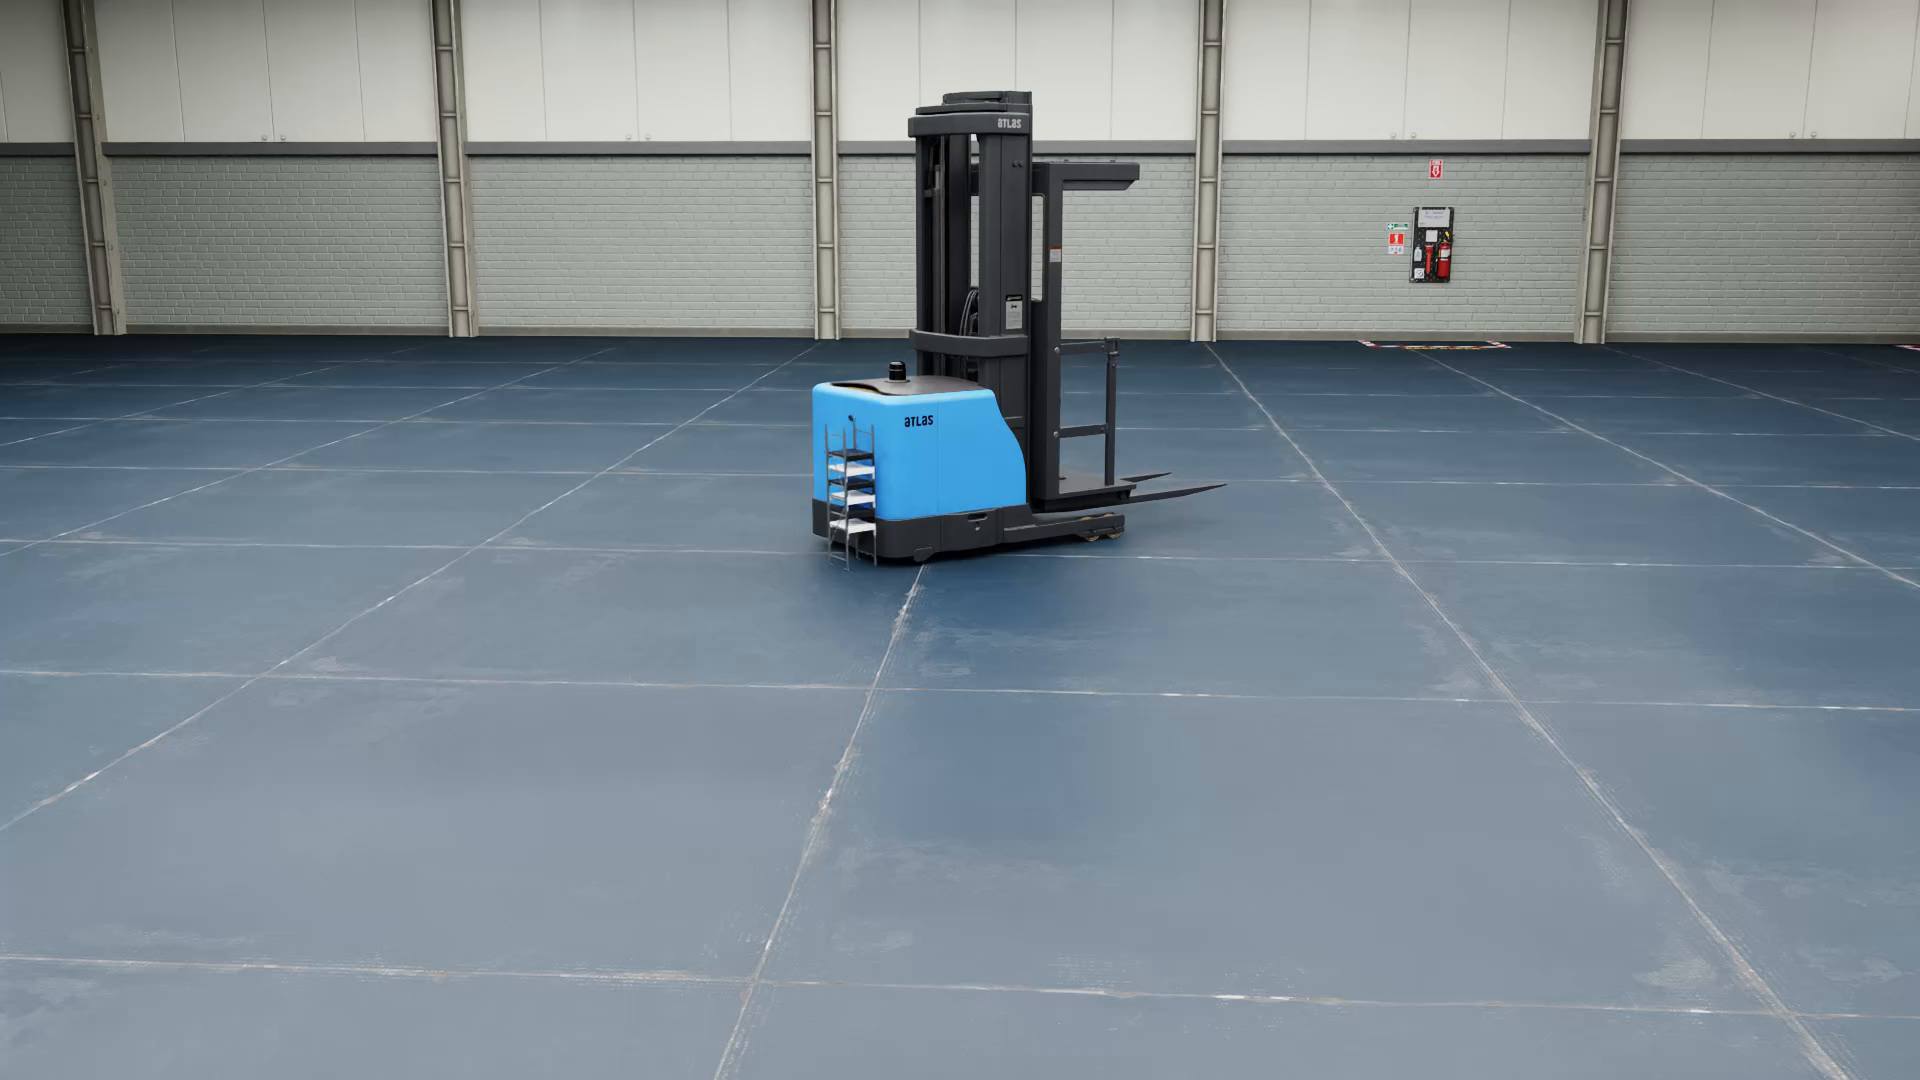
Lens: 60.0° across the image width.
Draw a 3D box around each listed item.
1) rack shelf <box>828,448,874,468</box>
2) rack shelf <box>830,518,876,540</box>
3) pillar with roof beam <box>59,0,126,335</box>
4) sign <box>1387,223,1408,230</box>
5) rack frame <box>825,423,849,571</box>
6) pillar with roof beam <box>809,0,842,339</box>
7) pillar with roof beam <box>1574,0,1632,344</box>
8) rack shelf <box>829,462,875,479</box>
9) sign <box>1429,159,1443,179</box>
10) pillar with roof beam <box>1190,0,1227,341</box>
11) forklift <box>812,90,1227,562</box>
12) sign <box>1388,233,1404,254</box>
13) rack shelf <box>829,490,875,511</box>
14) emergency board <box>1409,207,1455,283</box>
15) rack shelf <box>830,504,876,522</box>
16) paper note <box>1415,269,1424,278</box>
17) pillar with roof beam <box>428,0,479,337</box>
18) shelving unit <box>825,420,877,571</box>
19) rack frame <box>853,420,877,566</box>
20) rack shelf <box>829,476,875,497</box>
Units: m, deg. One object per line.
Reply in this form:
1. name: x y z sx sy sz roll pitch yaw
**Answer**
1. rack shelf: -0.685 -0.513 10.359 0.200 0.077 0.258 -9 15 -34
2. rack shelf: -0.680 -0.073 10.454 0.200 0.077 0.258 -9 15 -34
3. pillar with roof beam: -14.386 -6.944 22.487 0.400 9.000 9.100 1 12 4
4. sign: 6.844 -4.904 26.005 0.331 0.109 0.001 1 12 4
5. rack frame: -0.766 -0.268 10.353 0.006 0.900 0.240 -9 15 -34
6. pillar with roof beam: -2.413 -6.780 21.702 0.400 9.000 9.100 1 12 4
7. pillar with roof beam: 9.560 -6.616 20.917 0.400 9.000 9.100 1 12 4
8. rack shelf: -0.684 -0.425 10.378 0.200 0.077 0.258 -9 15 -34
9. sign: 7.383 -5.756 25.795 0.199 0.298 0.001 1 12 4
10. pillar with roof beam: 3.573 -6.698 21.310 0.400 9.000 9.100 1 12 4
11. forklift: 0.516 -1.507 11.314 3.031 2.935 1.130 -8 14 -34
12. sign: 6.840 -4.647 26.068 0.234 0.329 0.001 1 12 4
13. rack shelf: -0.682 -0.249 10.416 0.200 0.077 0.258 -9 15 -34
14. emergency board: 7.384 -4.600 25.935 0.643 1.169 0.194 1 12 4
15. rack shelf: -0.681 -0.161 10.435 0.200 0.077 0.258 -9 15 -34
16. paper note: 7.212 -4.186 26.104 0.142 0.148 0.016 1 12 4
17. pillar with roof beam: -8.400 -6.862 22.094 0.400 9.000 9.100 1 12 4
18. shelving unit: -0.683 -0.281 10.409 0.210 0.900 0.258 -9 15 -34
19. rack frame: -0.599 -0.294 10.465 0.006 0.900 0.240 -9 15 -34
20. rack shelf: -0.683 -0.337 10.397 0.200 0.077 0.258 -9 15 -34
